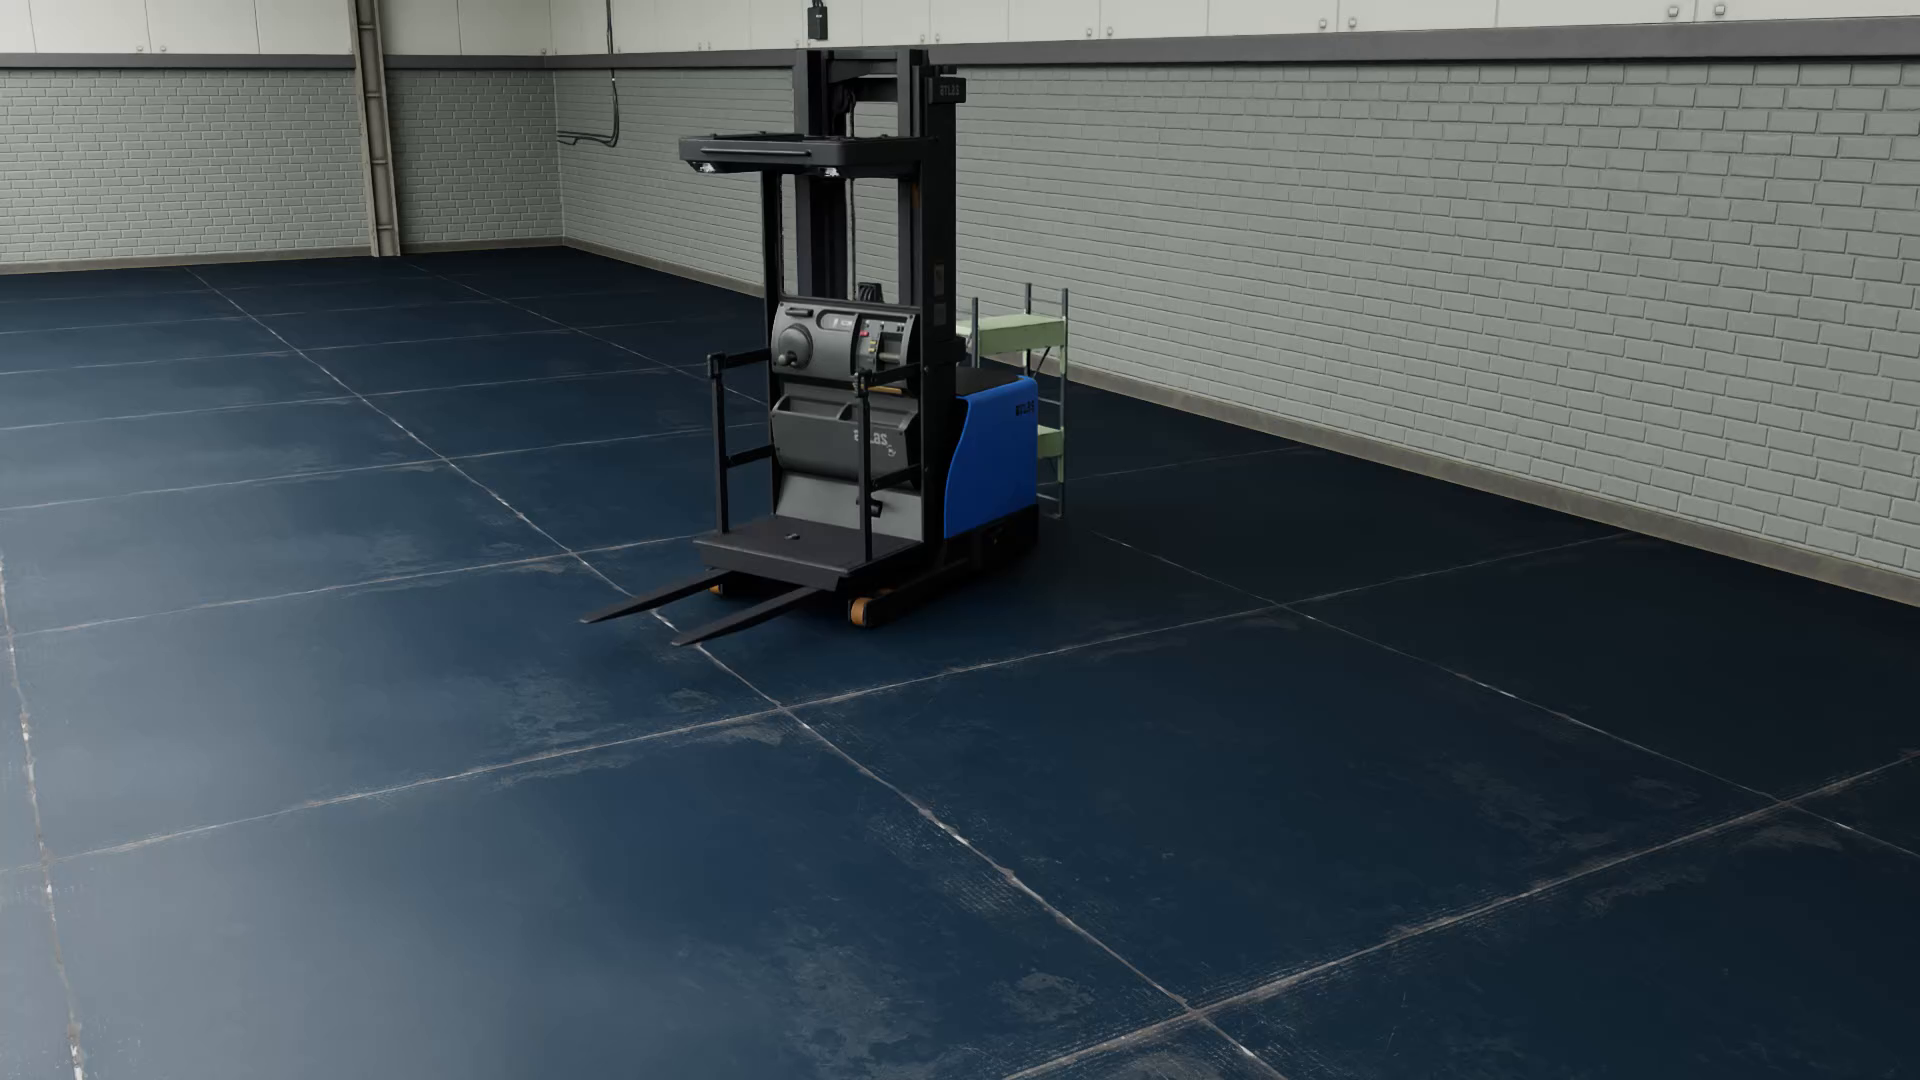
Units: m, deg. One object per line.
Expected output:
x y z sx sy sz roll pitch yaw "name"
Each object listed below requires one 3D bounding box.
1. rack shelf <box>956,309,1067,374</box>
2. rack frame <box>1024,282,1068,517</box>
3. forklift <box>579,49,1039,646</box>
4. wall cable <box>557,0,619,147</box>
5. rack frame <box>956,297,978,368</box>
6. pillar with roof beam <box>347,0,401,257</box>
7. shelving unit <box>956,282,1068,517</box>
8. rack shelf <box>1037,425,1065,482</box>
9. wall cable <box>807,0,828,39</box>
0.268 -1.230 10.574 0.720 0.370 0.431 -12 20 -36 "rack shelf"
0.557 -0.915 10.895 0.023 1.500 0.400 -12 20 -36 "rack frame"
-0.756 -1.091 8.873 1.130 2.935 3.031 10 19 32 "forklift"
-6.018 -7.515 26.301 0.112 2.526 3.097 -9 18 -30 "wall cable"
-0.022 -0.794 10.463 0.023 1.500 0.400 -12 20 -36 "rack frame"
-7.007 -7.911 21.959 0.400 9.000 9.100 -9 18 -30 "pillar with roof beam"
0.268 -0.854 10.679 0.755 1.500 0.431 -12 20 -36 "shelving unit"
0.268 -0.541 10.767 0.720 0.370 0.431 -12 20 -36 "rack shelf"
-1.142 -8.449 17.579 0.169 6.003 2.305 -9 18 -30 "wall cable"
